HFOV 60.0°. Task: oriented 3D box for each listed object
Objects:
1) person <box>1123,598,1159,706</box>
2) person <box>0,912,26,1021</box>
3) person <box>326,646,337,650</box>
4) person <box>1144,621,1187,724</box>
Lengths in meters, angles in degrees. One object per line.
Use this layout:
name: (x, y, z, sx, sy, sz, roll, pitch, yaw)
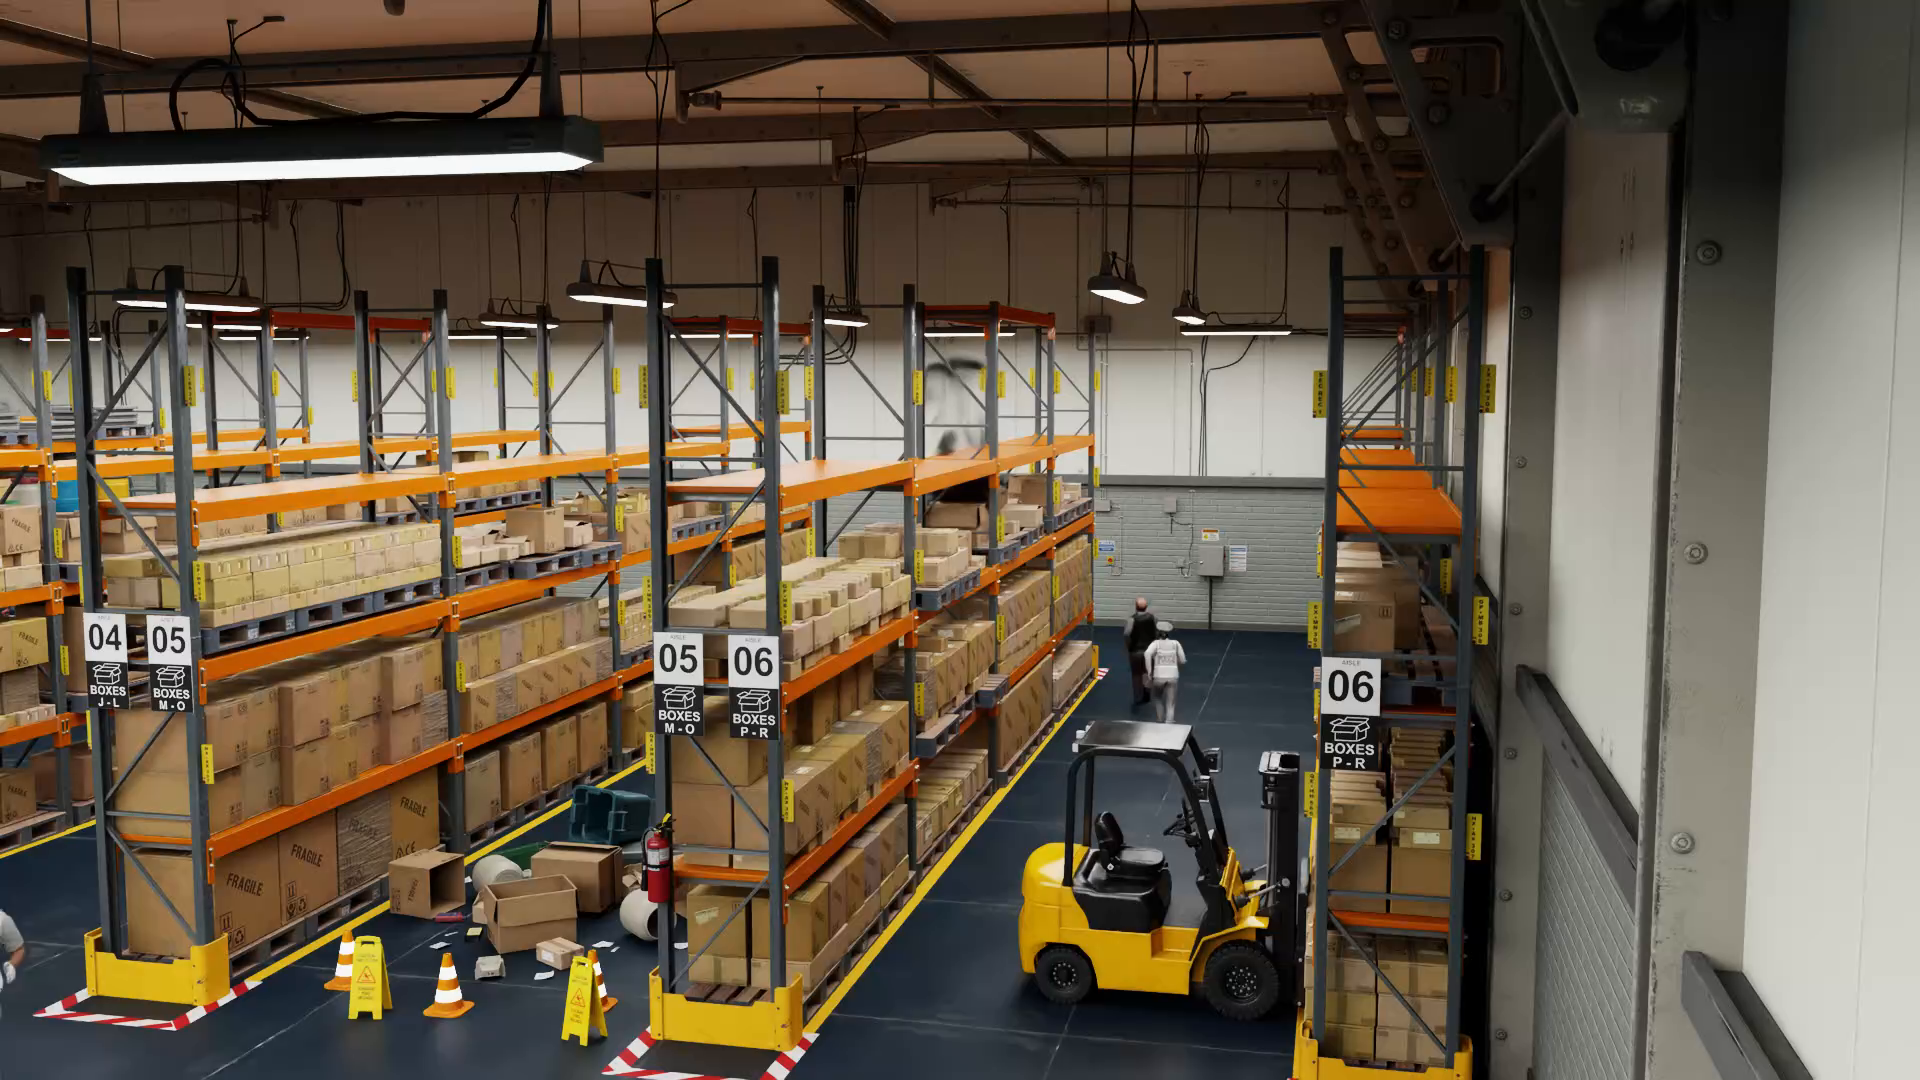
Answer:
person: (2.811, 1.747, 25.568, 0.658, 1.716, 0.744, -1, 6, -6)
person: (-6.823, 3.169, 11.438, 0.718, 1.756, 0.914, -4, 7, -37)
person: (-8.078, 2.094, 21.558, 0.641, 1.811, 0.915, 1, 6, 6)
person: (2.855, 2.013, 23.127, 0.607, 1.695, 0.918, 0, 6, 4)
